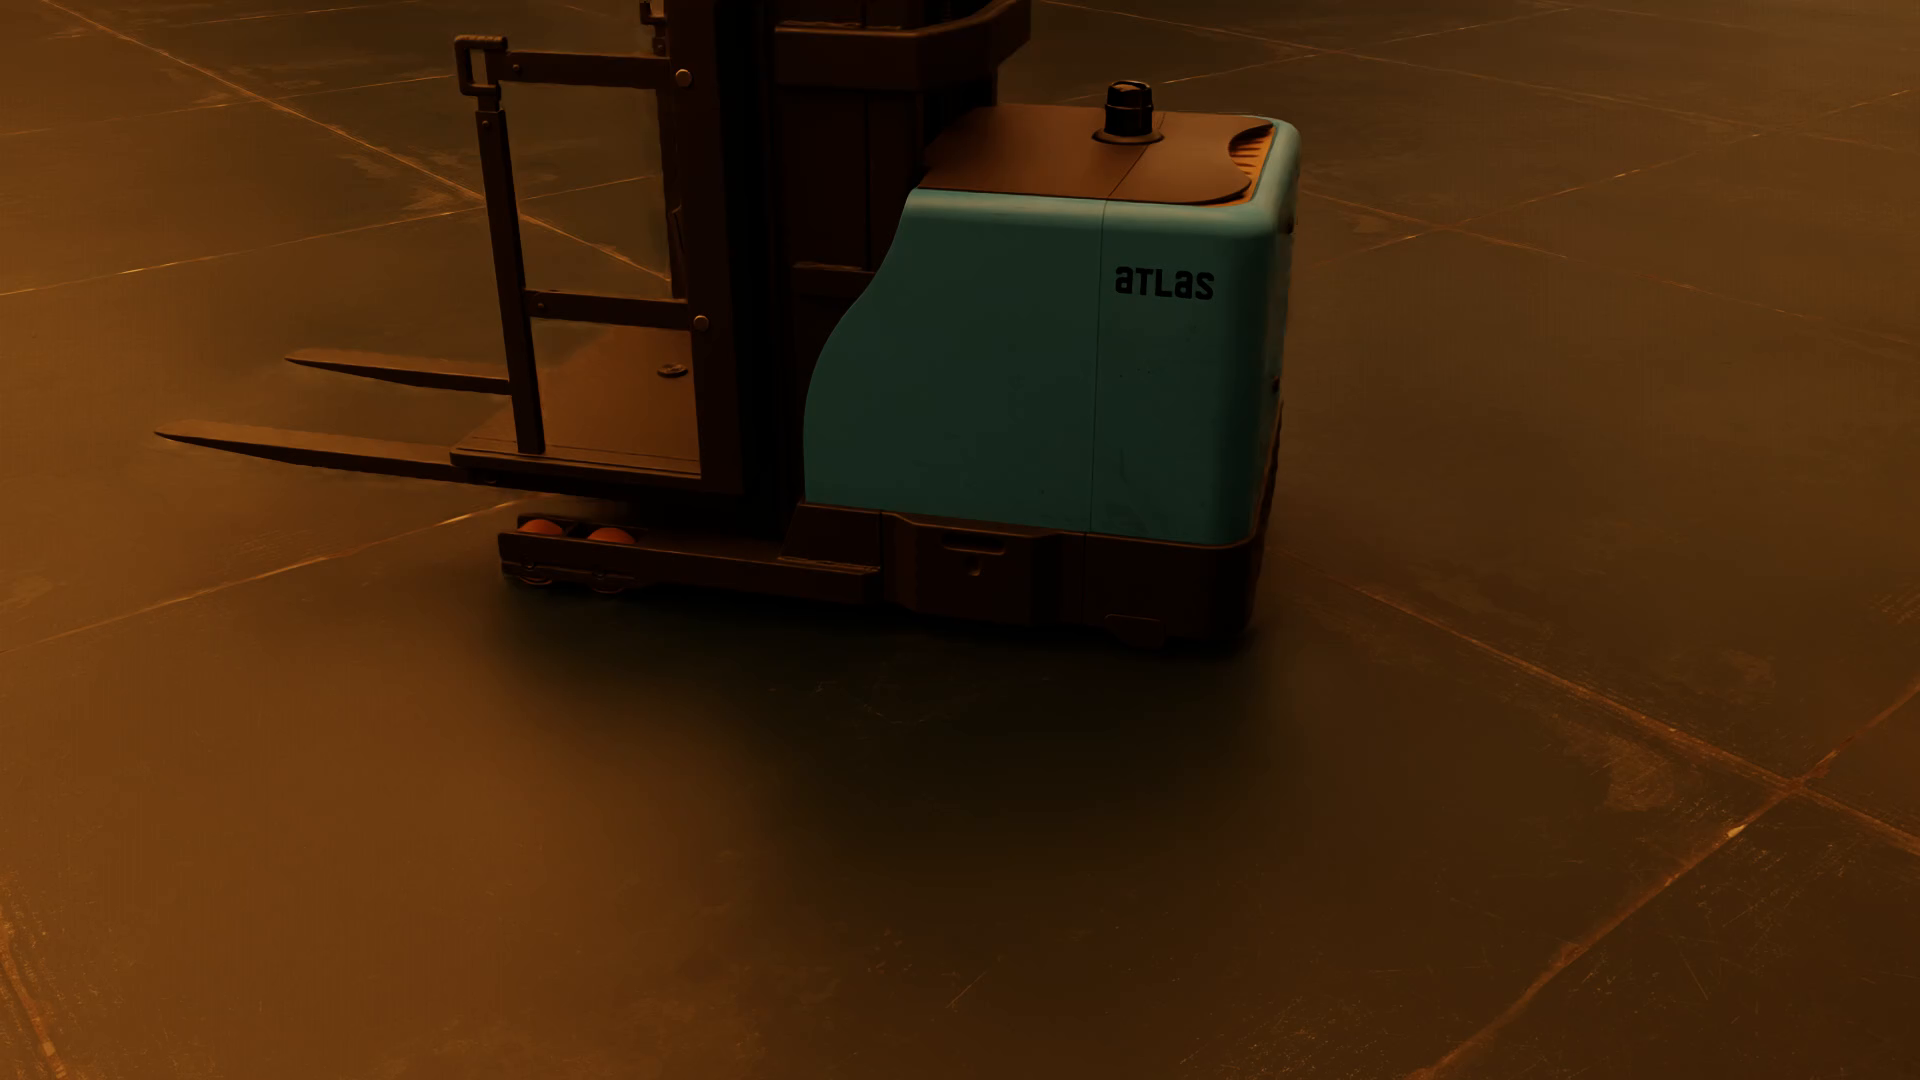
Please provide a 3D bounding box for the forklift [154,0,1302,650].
[{"bbox_3d":[-0.686,-1.395,4.014,3.031,2.935,1.130,6,27,13],"label":"forklift"}]
